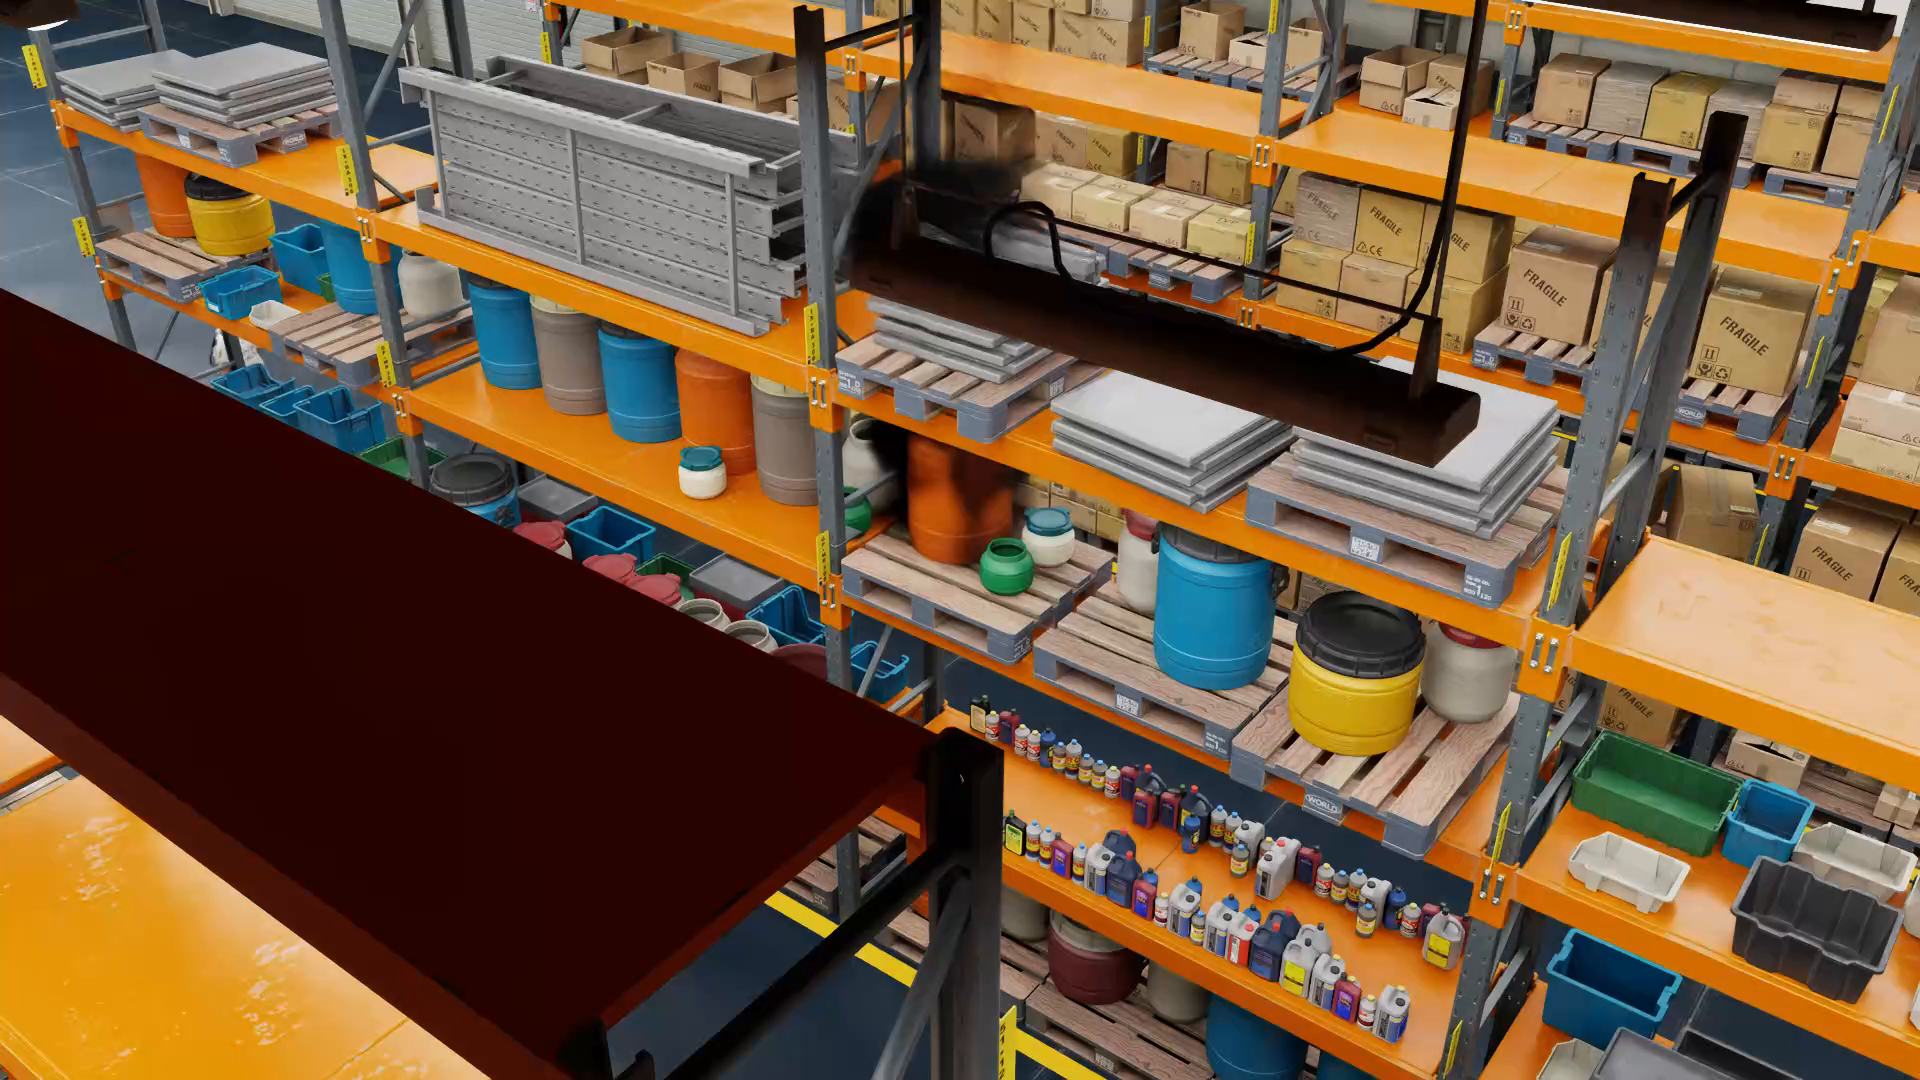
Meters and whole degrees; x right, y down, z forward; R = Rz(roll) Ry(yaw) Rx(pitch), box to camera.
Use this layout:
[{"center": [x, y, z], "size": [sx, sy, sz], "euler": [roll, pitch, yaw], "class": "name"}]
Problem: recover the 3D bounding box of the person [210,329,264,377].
[{"center": [-6.951, -1.554, 16.183], "size": [0.588, 1.752, 0.698], "euler": [7, 32, 12], "class": "person"}]
